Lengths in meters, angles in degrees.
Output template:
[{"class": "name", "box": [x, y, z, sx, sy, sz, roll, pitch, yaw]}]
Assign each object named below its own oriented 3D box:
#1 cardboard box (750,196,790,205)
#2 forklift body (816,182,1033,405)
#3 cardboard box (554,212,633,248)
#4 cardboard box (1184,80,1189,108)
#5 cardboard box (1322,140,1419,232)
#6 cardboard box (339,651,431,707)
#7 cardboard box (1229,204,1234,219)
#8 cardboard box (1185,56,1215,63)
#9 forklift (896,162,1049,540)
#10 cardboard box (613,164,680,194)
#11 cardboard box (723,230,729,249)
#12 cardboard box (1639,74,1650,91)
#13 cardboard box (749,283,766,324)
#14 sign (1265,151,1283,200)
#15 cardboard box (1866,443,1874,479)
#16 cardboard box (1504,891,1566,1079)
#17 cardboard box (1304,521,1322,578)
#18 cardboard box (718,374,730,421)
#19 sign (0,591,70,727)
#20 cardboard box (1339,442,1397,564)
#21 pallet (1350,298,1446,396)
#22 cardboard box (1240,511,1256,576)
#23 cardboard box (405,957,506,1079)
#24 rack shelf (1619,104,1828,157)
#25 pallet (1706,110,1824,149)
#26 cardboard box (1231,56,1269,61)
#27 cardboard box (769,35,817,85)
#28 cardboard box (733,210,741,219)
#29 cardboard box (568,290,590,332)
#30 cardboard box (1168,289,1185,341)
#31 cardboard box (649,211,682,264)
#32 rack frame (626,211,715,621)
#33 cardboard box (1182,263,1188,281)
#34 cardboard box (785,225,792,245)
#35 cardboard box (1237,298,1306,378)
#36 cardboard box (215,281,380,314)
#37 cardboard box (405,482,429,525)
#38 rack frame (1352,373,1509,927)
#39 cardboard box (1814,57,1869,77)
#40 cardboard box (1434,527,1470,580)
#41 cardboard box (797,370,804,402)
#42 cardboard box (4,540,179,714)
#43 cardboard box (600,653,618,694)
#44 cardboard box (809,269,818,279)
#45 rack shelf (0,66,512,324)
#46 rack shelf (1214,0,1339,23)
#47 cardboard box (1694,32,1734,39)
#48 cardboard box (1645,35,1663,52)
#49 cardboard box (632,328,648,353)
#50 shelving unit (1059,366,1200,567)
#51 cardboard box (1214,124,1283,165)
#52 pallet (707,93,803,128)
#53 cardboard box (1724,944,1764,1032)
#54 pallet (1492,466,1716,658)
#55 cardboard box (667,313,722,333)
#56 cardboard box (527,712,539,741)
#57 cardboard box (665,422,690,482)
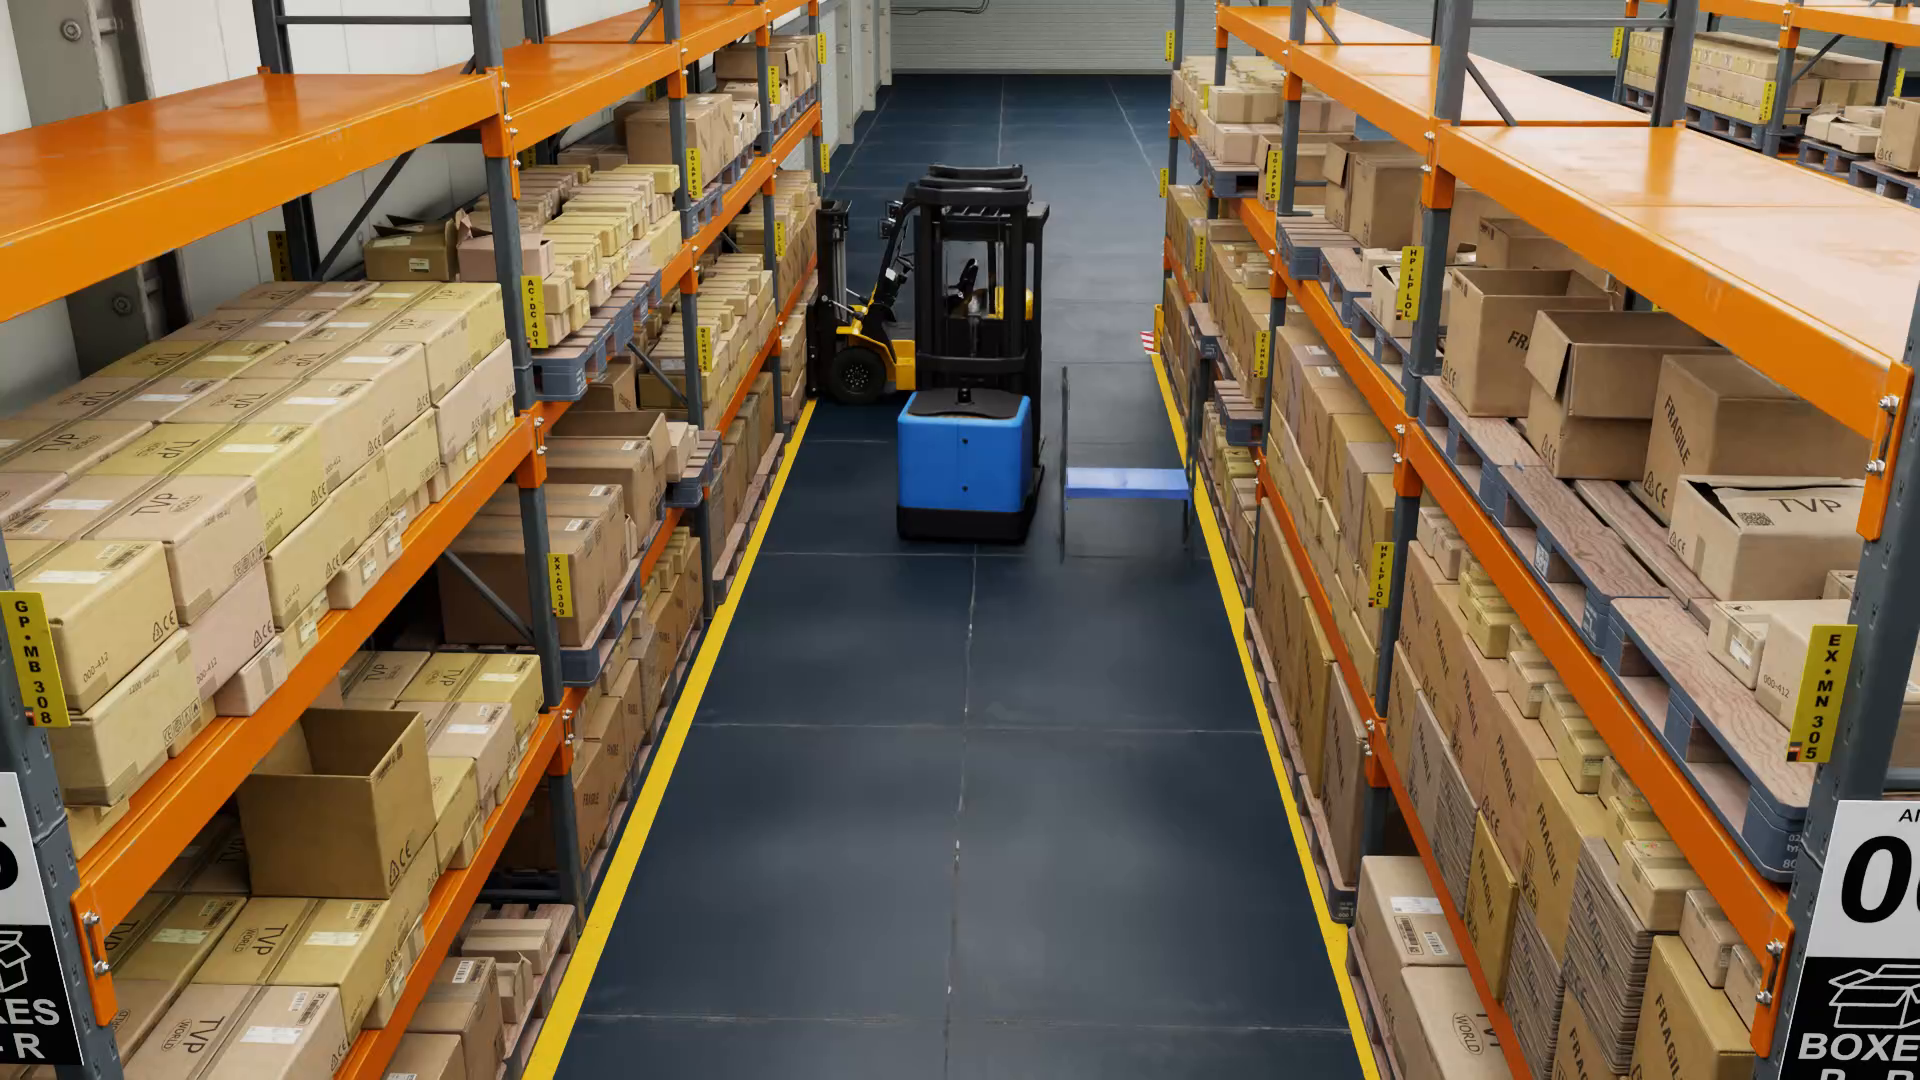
[{"class": "cardboard box", "box": [-1.951, -3.432, 17.076, 0.380, 0.149, 0.250, 1, 21, 2]}, {"class": "forklift body", "box": [-0.320, -2.621, 17.603, 2.313, 2.155, 1.214, 1, 21, 2]}, {"class": "cardboard box", "box": [-2.015, -1.706, 9.143, 0.380, 0.149, 0.250, 1, 21, 2]}, {"class": "cardboard box", "box": [2.578, -4.588, 17.149, 0.500, 0.250, 0.500, 1, 21, 3]}, {"class": "cardboard box", "box": [2.772, -2.281, 10.683, 0.797, 0.503, 0.637, -1, 21, -2]}, {"class": "cardboard box", "box": [-2.736, 0.724, 7.605, 0.500, 0.250, 0.500, 0, 21, 1]}, {"class": "cardboard box", "box": [3.064, -3.396, 16.497, 0.700, 0.500, 0.500, 0, 21, 0]}, {"class": "cardboard box", "box": [2.661, -5.196, 18.164, 0.380, 0.149, 0.250, 0, 21, 1]}, {"class": "forklift", "box": [0.185, -1.863, 14.571, 1.130, 2.935, 3.031, 3, 21, 7]}, {"class": "cardboard box", "box": [-2.044, -2.355, 10.843, 0.380, 0.149, 0.250, 1, 21, 3]}, {"class": "cardboard box", "box": [-2.465, -2.930, 16.193, 0.380, 0.149, 0.250, 1, 21, 3]}, {"class": "cardboard box", "box": [7.481, -4.871, 17.712, 0.380, 0.149, 0.250, 1, 21, 2]}, {"class": "cardboard box", "box": [-1.975, -2.072, 14.533, 0.500, 0.250, 0.500, 0, 21, 0]}, {"class": "sign", "box": [2.090, -2.422, 11.057, 0.100, 0.325, 0.005, 1, 21, 2]}, {"class": "cardboard box", "box": [7.715, -0.441, 13.340, 1.050, 0.750, 0.750, 1, 21, 2]}, {"class": "cardboard box", "box": [2.176, 1.525, 5.607, 0.500, 0.500, 0.500, 1, 21, 3]}, {"class": "cardboard box", "box": [2.335, 0.022, 9.827, 0.500, 0.250, 0.500, 1, 21, 2]}, {"class": "cardboard box", "box": [-2.051, -1.099, 12.716, 0.500, 0.250, 0.500, 0, 21, 0]}, {"class": "sign", "box": [-2.030, 0.263, 3.643, 0.100, 0.325, 0.005, 1, 21, 2]}, {"class": "cardboard box", "box": [2.282, -0.194, 8.655, 0.500, 0.500, 0.500, 1, 21, 3]}, {"class": "pallet", "box": [2.490, -0.971, 8.296, 0.805, 0.209, 1.217, 0, 21, -1]}, {"class": "cardboard box", "box": [2.660, 0.049, 12.602, 0.950, 0.372, 0.625, -1, 21, -2]}, {"class": "cardboard box", "box": [-2.362, 2.129, 7.065, 0.700, 0.500, 0.500, 0, 21, 0]}, {"class": "rack shelf", "box": [7.766, -3.991, 16.808, 1.077, 0.370, 4.000, 1, 21, 2]}, {"class": "pallet", "box": [7.740, -3.857, 15.593, 1.003, 0.211, 1.213, 1, 21, 2]}, {"class": "cardboard box", "box": [3.161, -5.196, 18.166, 0.380, 0.149, 0.250, 1, 21, 2]}, {"class": "cardboard box", "box": [-1.855, -5.247, 18.194, 0.500, 0.500, 0.500, 1, 21, 3]}, {"class": "cardboard box", "box": [-2.428, -3.345, 16.850, 0.380, 0.149, 0.250, 0, 21, 1]}, {"class": "cardboard box", "box": [-2.001, -1.104, 8.002, 0.380, 0.149, 0.250, 1, 21, 2]}, {"class": "cardboard box", "box": [2.563, -2.446, 18.163, 0.500, 0.500, 0.500, 0, 21, 0]}, {"class": "cardboard box", "box": [-2.102, -1.970, 10.813, 0.500, 0.250, 0.500, 0, 21, 0]}, {"class": "rack frame", "box": [-2.329, -0.829, 11.813, 1.000, 3.000, 0.127, 1, 21, 2]}, {"class": "cardboard box", "box": [2.496, -2.778, 17.182, 0.380, 0.149, 0.250, 1, 21, 2]}, {"class": "cardboard box", "box": [-1.867, -3.014, 16.408, 0.380, 0.149, 0.250, 1, 21, 3]}, {"class": "cardboard box", "box": [2.373, -1.512, 12.442, 0.500, 0.500, 0.500, 0, 21, 1]}, {"class": "cardboard box", "box": [-2.750, -0.908, 6.973, 0.500, 0.250, 0.500, 0, 21, 1]}, {"class": "cardboard box", "box": [-2.243, -0.161, 6.290, 0.380, 0.149, 0.250, 1, 21, 3]}, {"class": "rack frame", "box": [2.511, 0.670, 7.949, 1.000, 3.000, 0.127, 1, 21, 2]}, {"class": "cardboard box", "box": [8.063, -4.320, 15.189, 0.380, 0.149, 0.250, 0, 21, 1]}, {"class": "cardboard box", "box": [2.250, 0.059, 7.106, 0.380, 0.149, 0.250, 1, 21, 2]}, {"class": "cardboard box", "box": [-1.862, -1.545, 16.877, 0.500, 0.250, 0.500, 0, 21, 0]}, {"class": "cardboard box", "box": [-2.308, 0.205, 4.105, 0.500, 0.250, 0.500, 0, 21, 1]}, {"class": "cardboard box", "box": [-2.207, 0.774, 9.659, 0.380, 0.149, 0.250, 1, 21, 1]}, {"class": "cardboard box", "box": [-1.788, -2.932, 19.071, 0.500, 0.250, 0.500, 1, 21, 3]}, {"class": "rack shelf", "box": [-2.511, -1.120, 5.268, 1.077, 0.370, 4.000, 1, 21, 2]}, {"class": "rack shelf", "box": [2.815, -5.406, 16.313, 1.077, 0.370, 4.000, 1, 21, 2]}, {"class": "cardboard box", "box": [8.156, -5.421, 18.026, 0.380, 0.149, 0.250, 1, 21, 2]}, {"class": "cardboard box", "box": [7.482, -5.246, 17.575, 0.380, 0.149, 0.250, 0, 21, 1]}, {"class": "cardboard box", "box": [-2.556, -1.487, 12.473, 0.380, 0.149, 0.250, 1, 21, 2]}, {"class": "shelving unit", "box": [1.331, -0.587, 13.261, 1.048, 1.500, 0.538, 1, 21, 3]}, {"class": "cardboard box", "box": [2.328, -3.174, 13.336, 0.500, 0.250, 0.500, 0, 21, 1]}, {"class": "pallet", "box": [-2.167, -4.382, 16.944, 1.003, 0.211, 1.213, 1, 21, 2]}, {"class": "cardboard box", "box": [2.200, 1.169, 4.245, 0.380, 0.149, 0.250, 1, 21, 2]}, {"class": "pallet", "box": [2.436, 0.049, 5.526, 1.003, 0.211, 1.213, 1, 21, 2]}, {"class": "cardboard box", "box": [-2.063, -1.666, 12.934, 0.380, 0.149, 0.250, 1, 21, 2]}, {"class": "cardboard box", "box": [-2.208, 0.852, 7.827, 0.380, 0.149, 0.250, 1, 21, 2]}, {"class": "cardboard box", "box": [-2.037, -0.570, 10.772, 0.500, 0.250, 0.500, 0, 21, -1]}]
